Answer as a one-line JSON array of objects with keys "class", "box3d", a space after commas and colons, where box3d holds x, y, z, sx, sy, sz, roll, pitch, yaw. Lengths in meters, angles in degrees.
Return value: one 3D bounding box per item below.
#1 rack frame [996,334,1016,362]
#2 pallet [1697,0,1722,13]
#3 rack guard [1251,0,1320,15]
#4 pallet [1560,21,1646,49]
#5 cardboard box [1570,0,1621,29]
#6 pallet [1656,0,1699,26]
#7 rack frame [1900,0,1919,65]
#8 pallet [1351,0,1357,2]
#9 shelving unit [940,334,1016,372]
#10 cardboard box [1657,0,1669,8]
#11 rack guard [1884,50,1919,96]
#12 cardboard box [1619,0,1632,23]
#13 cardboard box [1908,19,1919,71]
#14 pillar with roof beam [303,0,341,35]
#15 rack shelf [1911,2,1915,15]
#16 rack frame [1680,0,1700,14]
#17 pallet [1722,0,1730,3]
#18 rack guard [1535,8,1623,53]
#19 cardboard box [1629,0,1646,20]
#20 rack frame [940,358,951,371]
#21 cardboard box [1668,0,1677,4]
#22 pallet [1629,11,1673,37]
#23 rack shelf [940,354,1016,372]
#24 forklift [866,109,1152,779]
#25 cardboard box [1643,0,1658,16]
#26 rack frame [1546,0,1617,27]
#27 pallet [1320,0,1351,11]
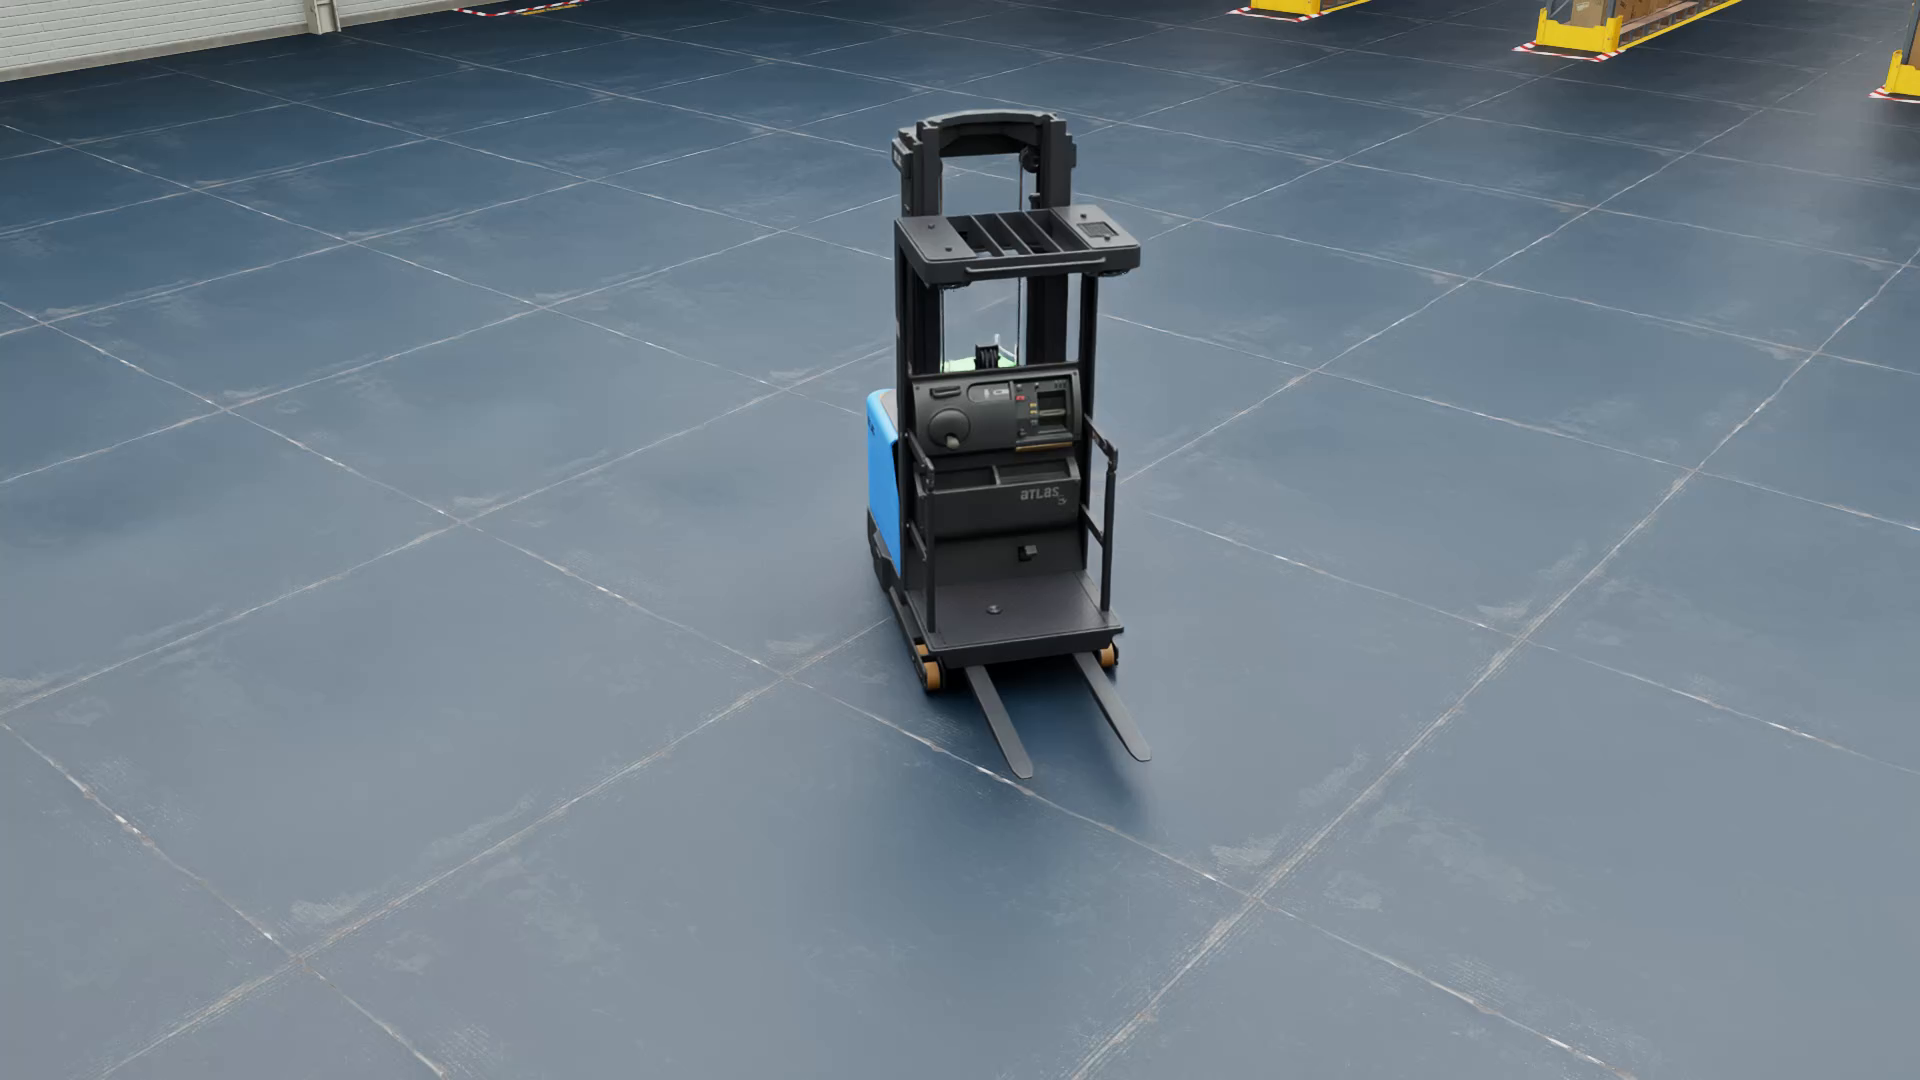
[{"class": "rack frame", "box3d": [0.300, -0.747, 10.888, 0.015, 1.200, 0.240, -15, 31, -26]}, {"class": "pallet", "box3d": [12.320, -9.235, 28.371, 1.003, 0.211, 1.213, 21, 34, 34]}, {"class": "rack guard", "box3d": [5.472, -9.157, 27.906, 1.175, 0.500, 0.348, 21, 34, 34]}, {"class": "pallet", "box3d": [9.874, -7.845, 25.684, 1.003, 0.211, 1.213, 21, 34, 34]}, {"class": "cardboard box", "box3d": [9.692, -8.071, 25.351, 0.500, 0.500, 0.500, -21, 34, -35]}, {"class": "pallet", "box3d": [11.426, -8.710, 27.357, 1.003, 0.211, 1.213, 21, 34, 34]}, {"class": "rack frame", "box3d": [13.045, -7.293, 21.583, 1.000, 3.000, 0.127, 21, 34, 34]}, {"class": "pallet", "box3d": [6.769, -9.745, 29.358, 1.003, 0.211, 1.213, 21, 34, 34]}, {"class": "shelving unit", "box3d": [0.088, -0.691, 10.780, 0.503, 1.200, 0.258, -15, 31, -26]}, {"class": "cardboard box", "box3d": [11.183, -8.938, 27.026, 0.500, 0.500, 0.500, -16, 31, -28]}, {"class": "rack guard", "box3d": [13.030, -6.174, 22.141, 1.175, 0.500, 0.348, 21, 34, 34]}, {"class": "cardboard box", "box3d": [10.046, -8.293, 25.780, 0.500, 0.500, 0.500, -18, 32, -31]}, {"class": "cardboard box", "box3d": [13.425, -6.796, 22.477, 0.875, 0.875, 0.875, 21, 34, 35]}, {"class": "pillar with roof beam", "box3d": [-6.718, -10.774, 21.784, 9.100, 9.000, 0.400, 21, 34, 34]}, {"class": "rack shelf", "box3d": [14.317, -7.683, 23.119, 1.077, 0.370, 4.000, 21, 34, 34]}, {"class": "rack frame", "box3d": [11.826, -10.197, 27.196, 1.000, 3.000, 0.127, 21, 34, 34]}, {"class": "pallet", "box3d": [13.096, -9.669, 29.211, 1.003, 0.211, 1.213, 21, 34, 34]}, {"class": "rack guard", "box3d": [9.330, -7.695, 25.081, 1.175, 0.500, 0.348, 21, 34, 34]}, {"class": "cardboard box", "box3d": [10.459, -8.510, 26.199, 0.500, 0.500, 0.500, 25, 36, 39]}, {"class": "rack frame", "box3d": [-0.123, -0.635, 10.672, 0.015, 1.200, 0.240, -15, 31, -26]}, {"class": "cardboard box", "box3d": [11.541, -9.143, 27.422, 0.500, 0.500, 0.500, 20, 33, 33]}, {"class": "pallet", "box3d": [10.651, -8.275, 26.517, 1.003, 0.211, 1.213, 21, 34, 34]}, {"class": "rack shelf", "box3d": [0.088, -1.061, 10.589, 0.480, 0.148, 0.258, -15, 31, -26]}, {"class": "forklift", "box3d": [0.259, -0.663, 8.841, 1.130, 2.935, 3.031, -6, 28, -12]}, {"class": "cardboard box", "box3d": [10.848, -8.695, 26.556, 0.500, 0.500, 0.500, 17, 32, 30]}, {"class": "rack frame", "box3d": [9.282, -8.779, 24.455, 1.000, 3.000, 0.127, 21, 34, 34]}, {"class": "pallet", "box3d": [5.993, -9.315, 28.526, 1.003, 0.211, 1.213, 21, 34, 34]}]
